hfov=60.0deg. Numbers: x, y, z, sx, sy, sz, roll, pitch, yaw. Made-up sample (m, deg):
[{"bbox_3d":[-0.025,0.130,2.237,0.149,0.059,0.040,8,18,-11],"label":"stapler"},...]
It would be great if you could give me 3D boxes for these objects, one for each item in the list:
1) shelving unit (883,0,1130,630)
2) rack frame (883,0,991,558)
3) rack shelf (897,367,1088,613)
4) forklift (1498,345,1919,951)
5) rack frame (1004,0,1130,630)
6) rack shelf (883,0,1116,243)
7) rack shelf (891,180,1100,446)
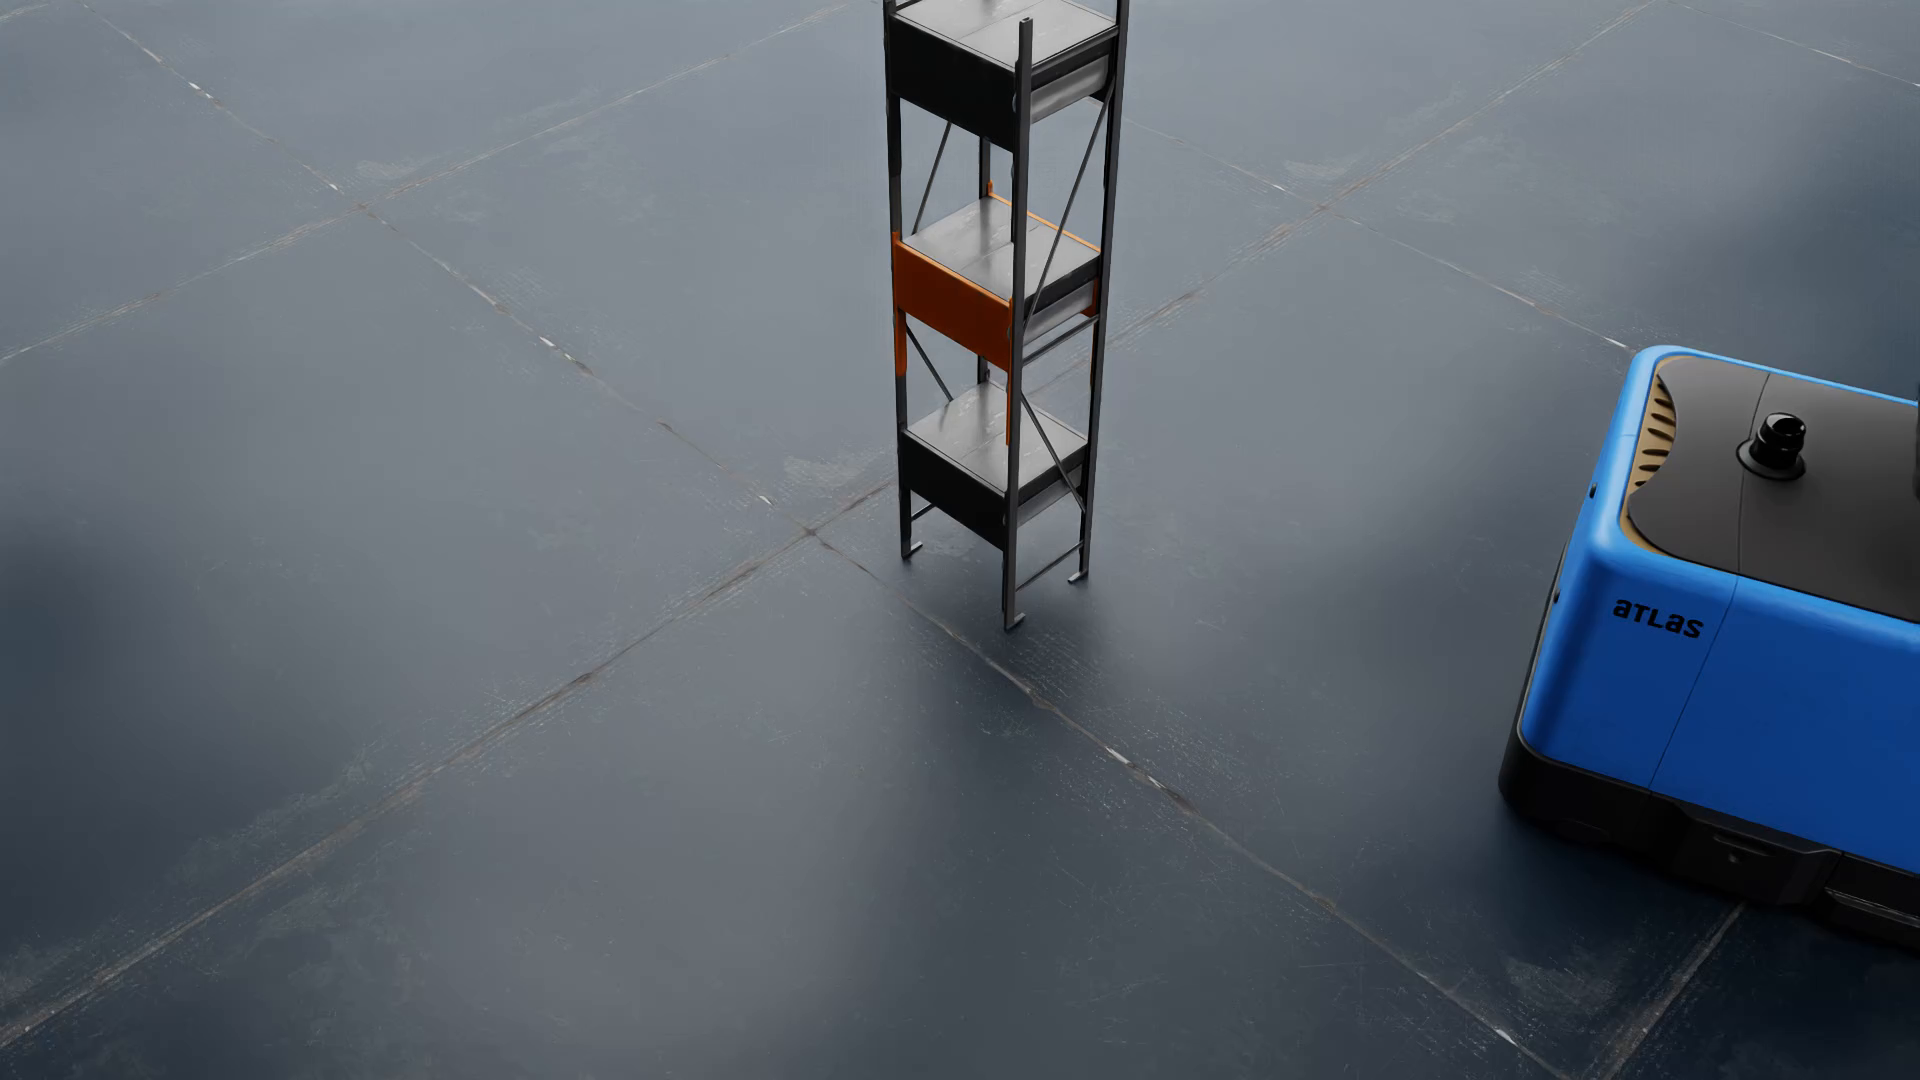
[{"bbox_3d":[0.117,-0.692,4.951,0.431,2.100,0.503,-34,53,-31],"label":"shelving unit"},{"bbox_3d":[-0.055,-0.809,5.078,0.400,2.100,0.015,-34,53,-31],"label":"rack frame"},{"bbox_3d":[0.117,-0.167,5.436,0.431,0.518,0.480,-34,53,-31],"label":"rack shelf"},{"bbox_3d":[3.136,-0.162,3.765,3.031,2.935,1.130,17,45,18],"label":"forklift"},{"bbox_3d":[0.289,-0.574,4.824,0.400,2.100,0.015,-34,53,-31],"label":"rack frame"},{"bbox_3d":[0.117,-1.196,4.486,0.431,0.518,0.480,-34,53,-31],"label":"rack shelf"},{"bbox_3d":[0.117,-0.682,4.961,0.431,0.518,0.480,-34,53,-31],"label":"rack shelf"}]
